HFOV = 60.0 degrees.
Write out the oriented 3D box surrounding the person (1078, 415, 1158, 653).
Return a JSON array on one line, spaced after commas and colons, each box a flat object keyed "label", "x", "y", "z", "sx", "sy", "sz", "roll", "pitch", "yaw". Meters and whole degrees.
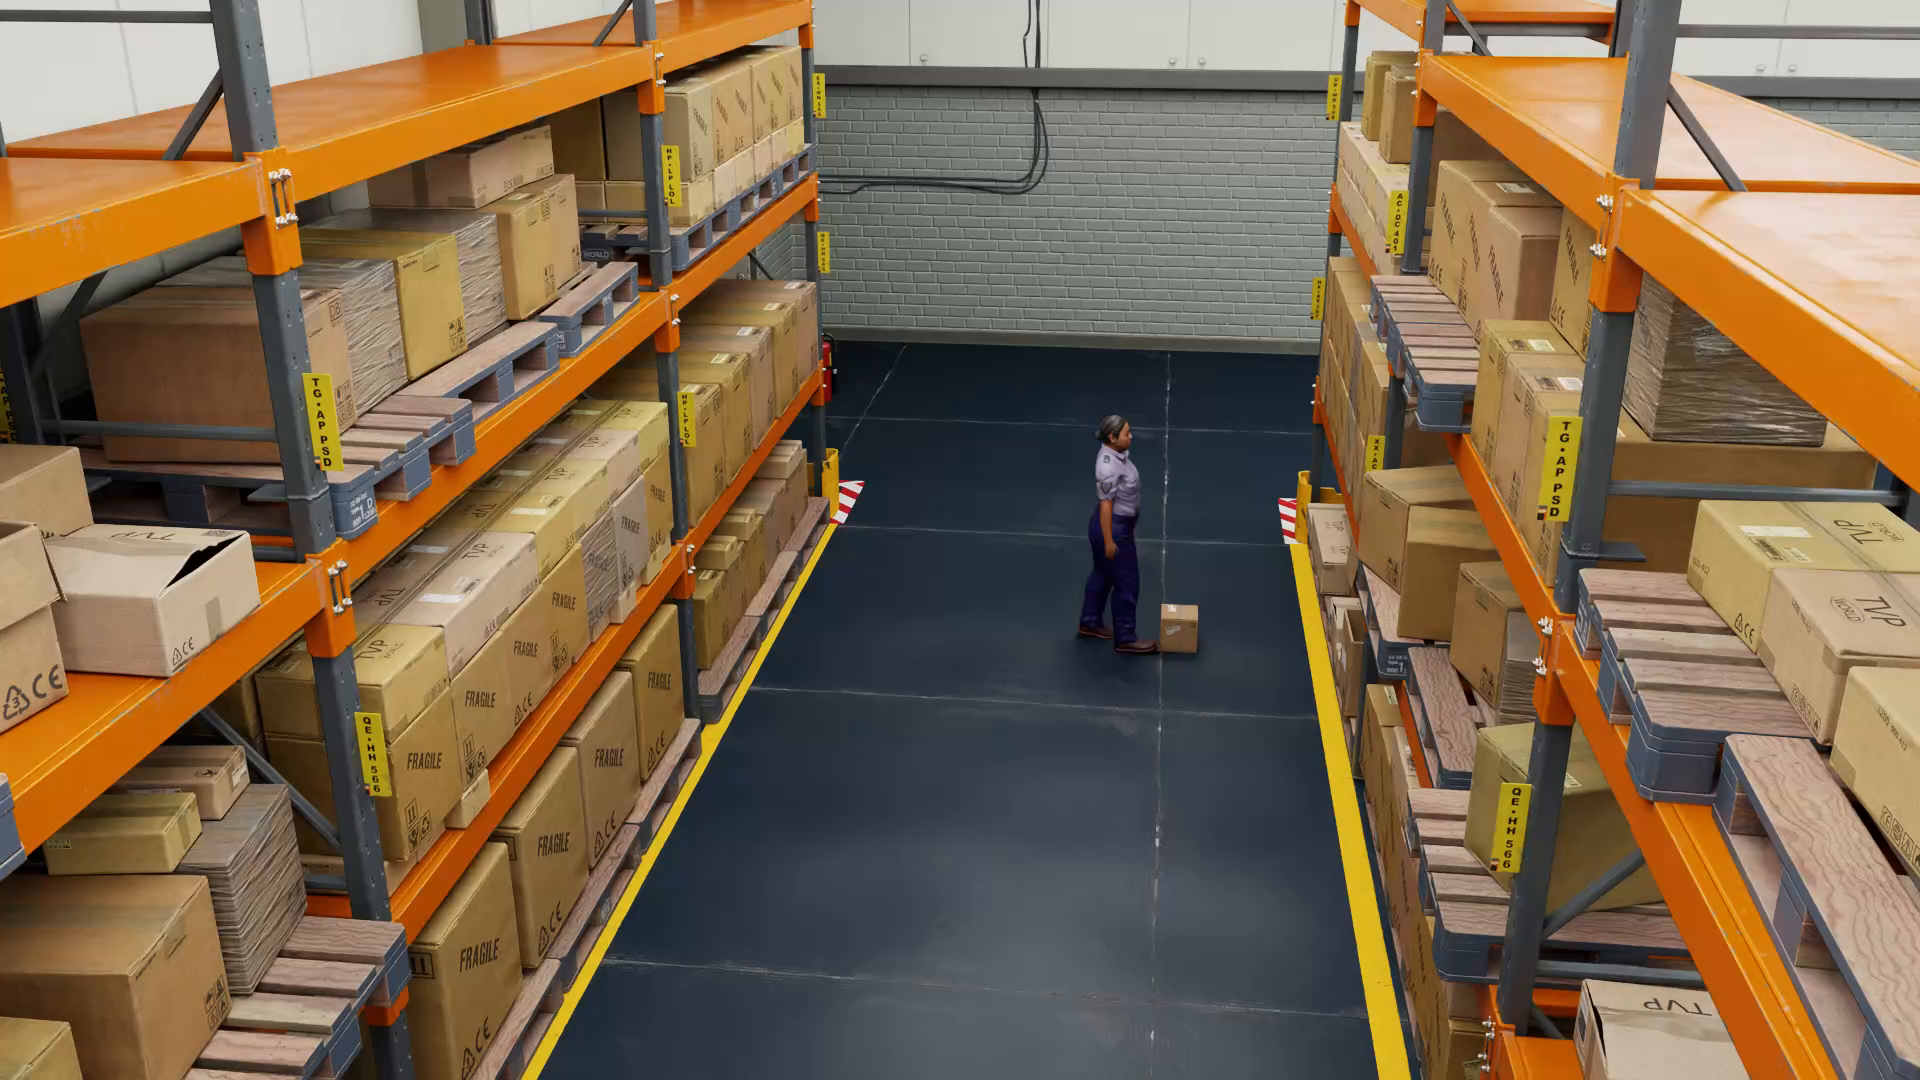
[{"label": "person", "x": 1.092, "y": -0.054, "z": 11.250, "sx": 0.561, "sy": 1.646, "sz": 0.477, "roll": 3, "pitch": 21, "yaw": 7}]
